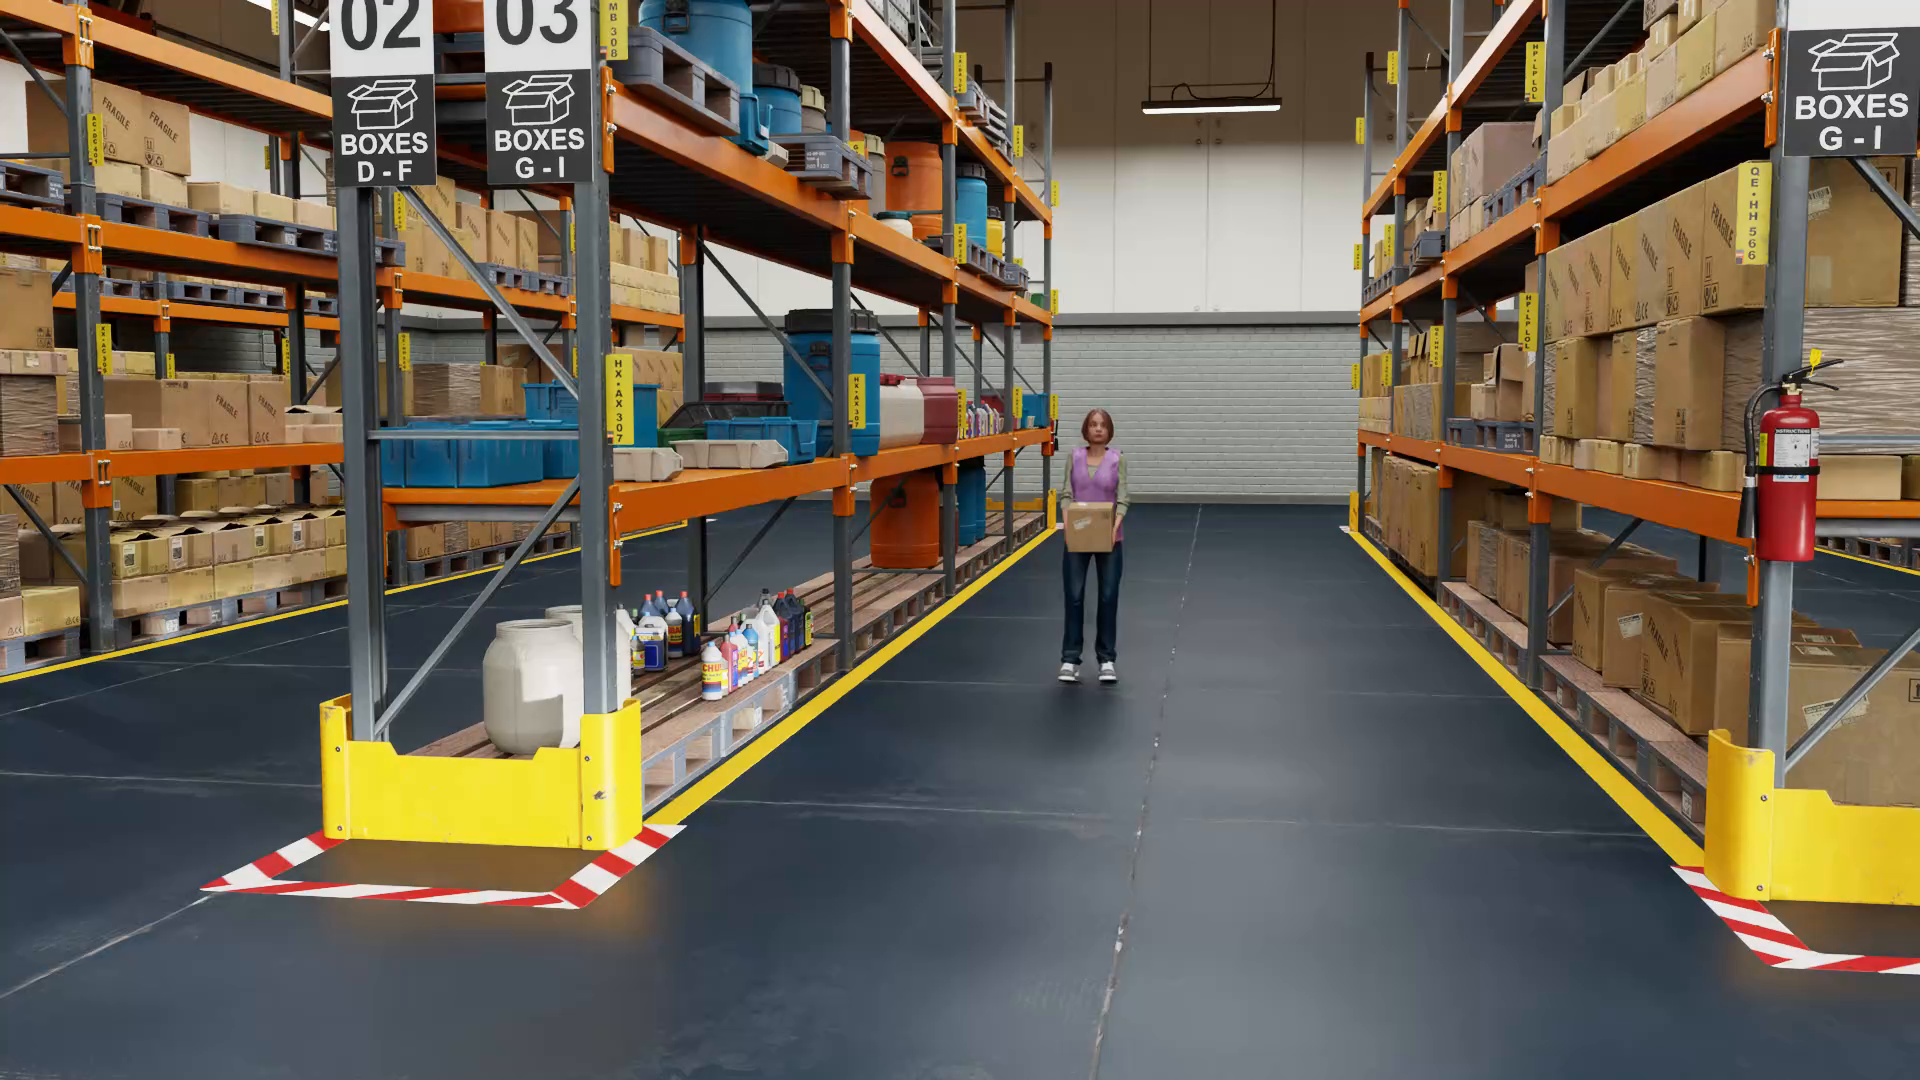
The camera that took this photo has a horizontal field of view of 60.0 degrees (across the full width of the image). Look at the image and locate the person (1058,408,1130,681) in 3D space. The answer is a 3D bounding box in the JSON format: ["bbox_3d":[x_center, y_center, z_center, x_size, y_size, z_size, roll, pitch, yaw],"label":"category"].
[{"bbox_3d":[0.788,0.028,9.743,0.414,1.599,0.476,1,5,8],"label":"person"}]
